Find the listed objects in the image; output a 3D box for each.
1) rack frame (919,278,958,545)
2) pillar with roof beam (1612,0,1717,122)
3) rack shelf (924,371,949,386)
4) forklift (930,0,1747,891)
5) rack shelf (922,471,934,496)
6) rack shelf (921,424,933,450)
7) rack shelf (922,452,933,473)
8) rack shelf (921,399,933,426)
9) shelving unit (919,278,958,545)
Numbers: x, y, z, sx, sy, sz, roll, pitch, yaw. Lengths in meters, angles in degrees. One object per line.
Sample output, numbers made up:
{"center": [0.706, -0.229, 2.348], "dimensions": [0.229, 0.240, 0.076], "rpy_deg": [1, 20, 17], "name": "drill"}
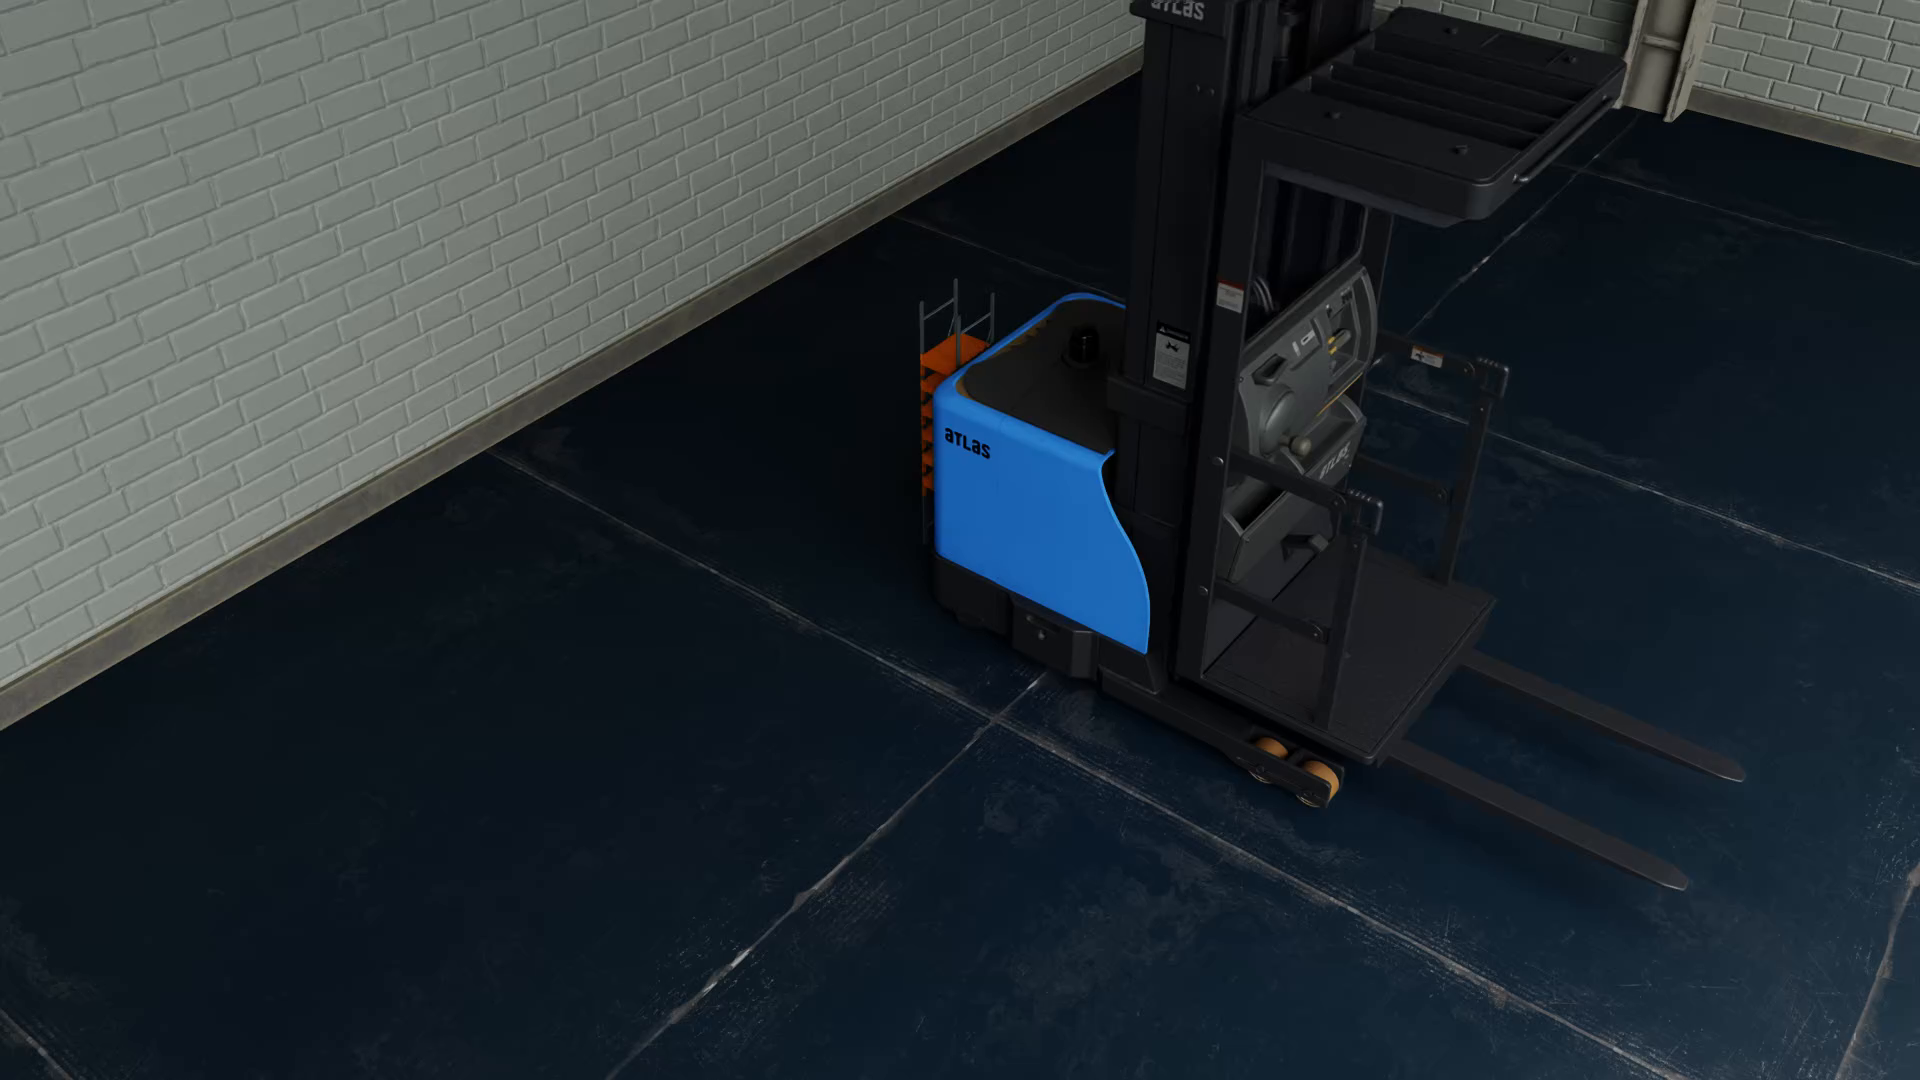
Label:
{"center": [-0.084, -0.512, 6.931], "dimensions": [0.006, 1.200, 0.240], "rpy_deg": [25, 45, 29], "name": "rack frame"}
{"center": [1.884, -4.262, 5.394], "dimensions": [0.400, 9.000, 9.100], "rpy_deg": [25, 45, 29], "name": "pillar with roof beam"}
{"center": [-0.011, -0.653, 6.750], "dimensions": [0.171, 0.034, 0.221], "rpy_deg": [25, 45, 29], "name": "rack shelf"}
{"center": [1.360, -0.510, 5.633], "dimensions": [3.031, 2.797, 1.129], "rpy_deg": [25, 45, 28], "name": "forklift"}
{"center": [-0.011, -0.254, 7.062], "dimensions": [0.180, 0.103, 0.258], "rpy_deg": [25, 45, 29], "name": "rack shelf"}
{"center": [-0.011, -0.443, 6.914], "dimensions": [0.180, 0.103, 0.258], "rpy_deg": [25, 45, 29], "name": "rack shelf"}
{"center": [-0.011, -0.348, 6.988], "dimensions": [0.180, 0.103, 0.258], "rpy_deg": [25, 45, 29], "name": "rack shelf"}
{"center": [-0.011, -0.537, 6.840], "dimensions": [0.180, 0.103, 0.258], "rpy_deg": [25, 45, 29], "name": "rack shelf"}
{"center": [-0.013, -0.479, 6.888], "dimensions": [0.184, 1.200, 0.258], "rpy_deg": [25, 45, 29], "name": "shelving unit"}
